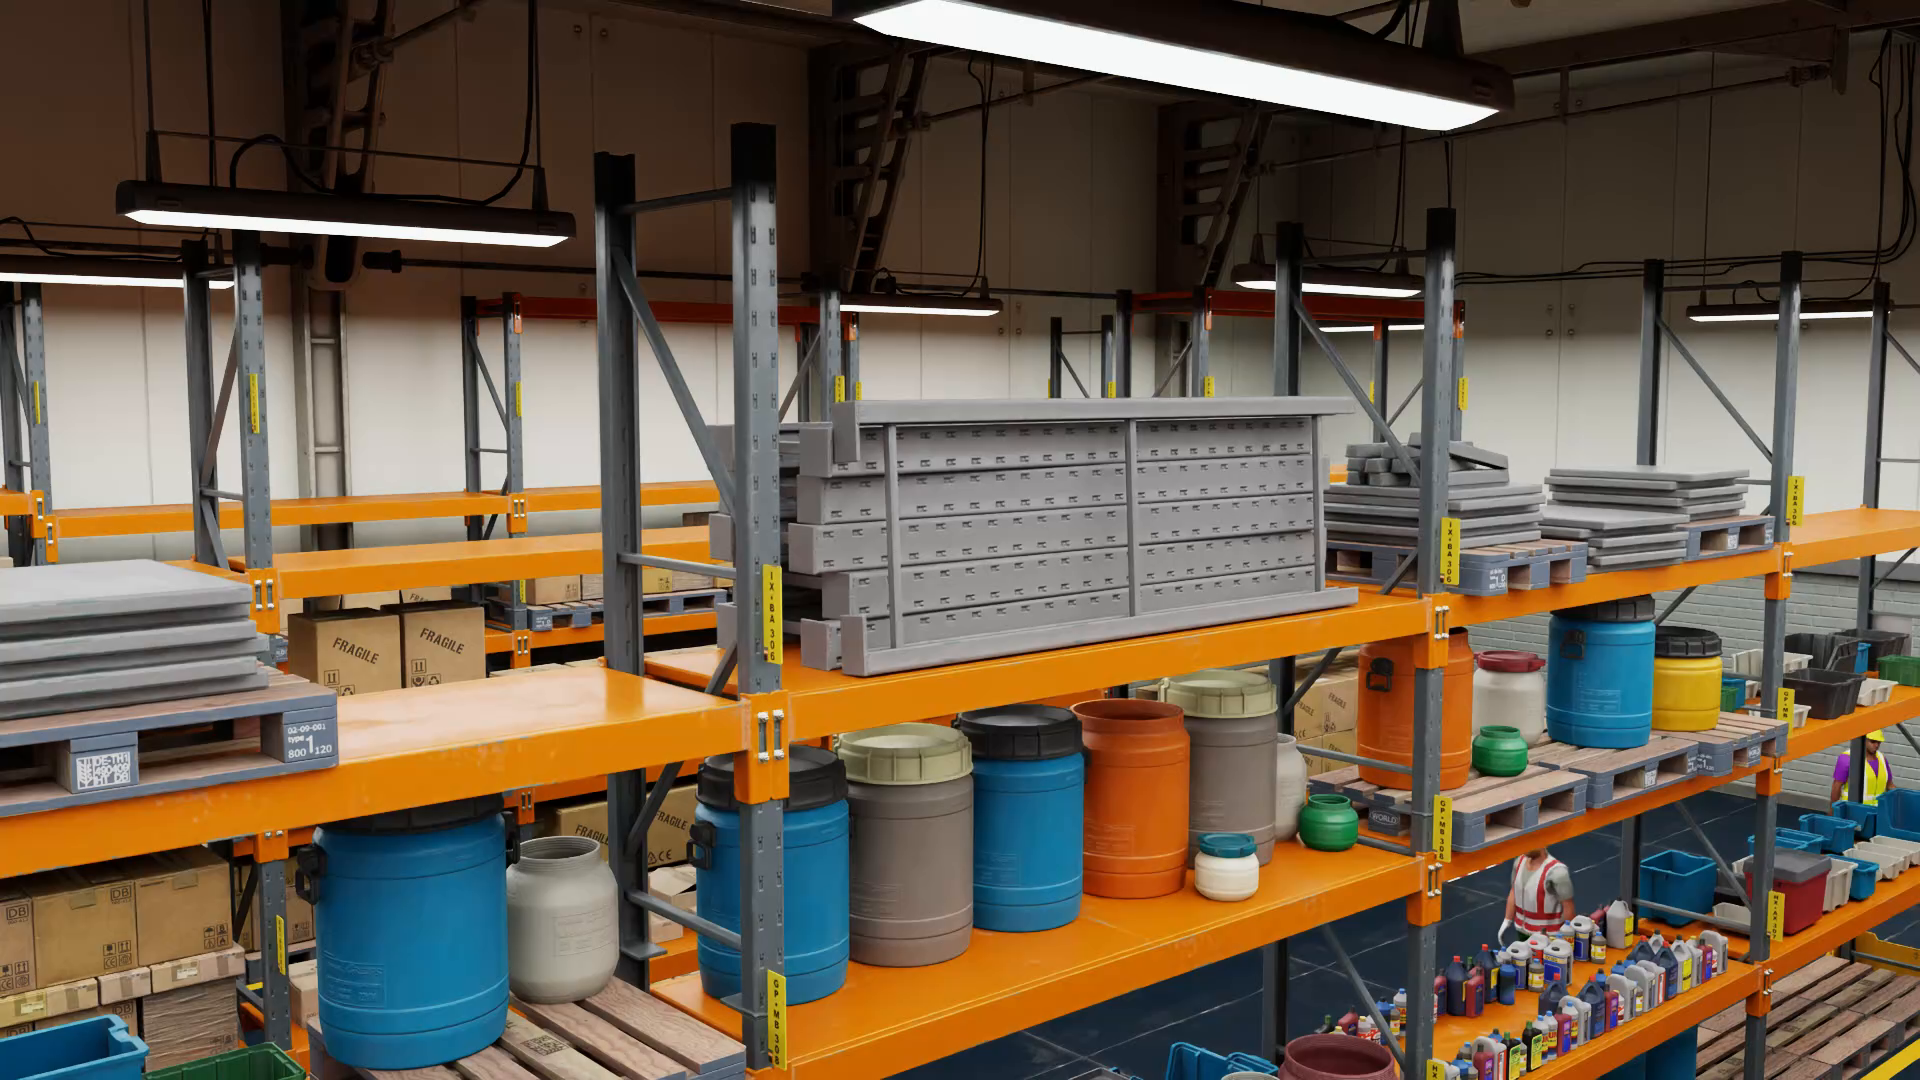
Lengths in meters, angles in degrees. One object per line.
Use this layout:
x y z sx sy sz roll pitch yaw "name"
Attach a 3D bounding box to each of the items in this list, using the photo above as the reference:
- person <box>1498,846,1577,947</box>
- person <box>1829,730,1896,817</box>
4.451 3.072 12.897 0.805 1.804 0.577 -2 6 -20 "person"
9.095 2.713 16.653 0.603 1.762 0.743 -2 6 -23 "person"
